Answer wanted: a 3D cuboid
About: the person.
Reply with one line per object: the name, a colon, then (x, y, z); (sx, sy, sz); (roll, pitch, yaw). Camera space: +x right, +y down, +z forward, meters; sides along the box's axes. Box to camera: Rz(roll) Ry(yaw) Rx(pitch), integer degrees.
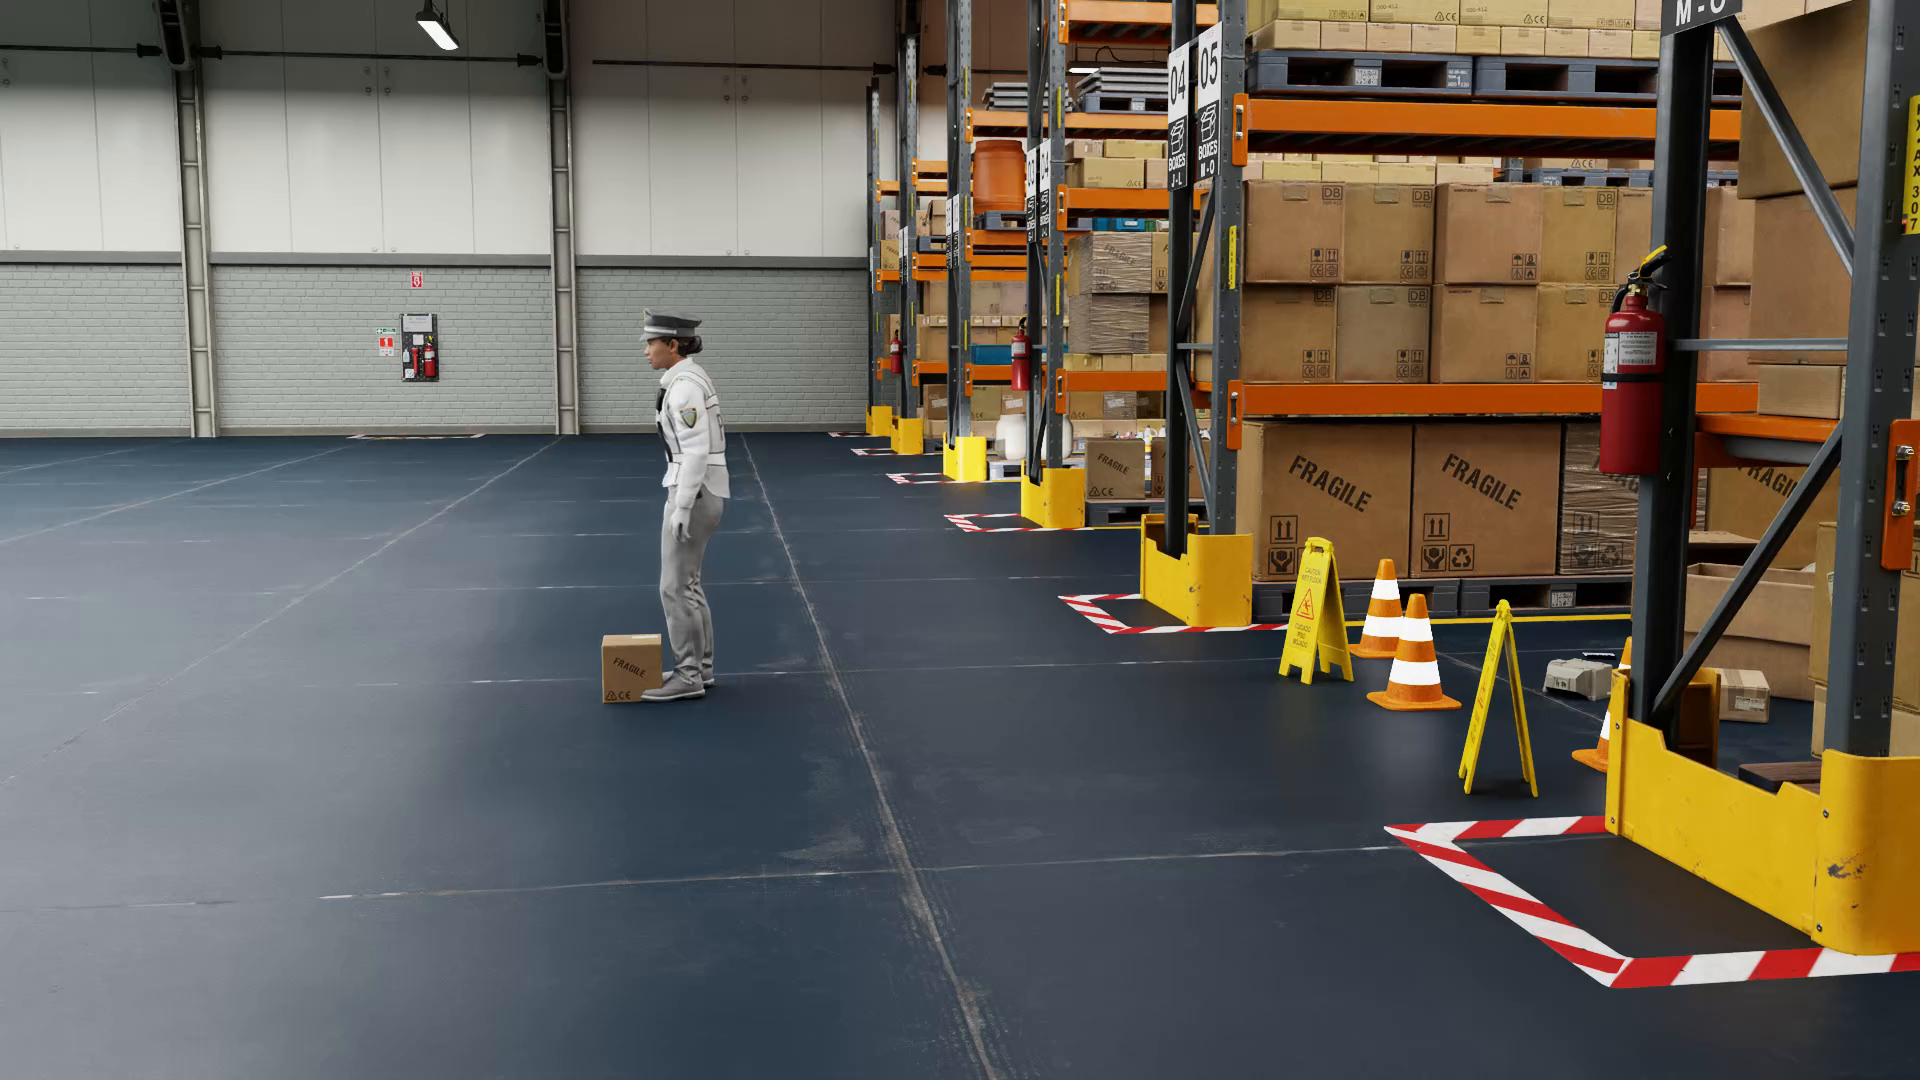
person: (-1.195, -0.154, 7.136); (0.409, 1.667, 0.547); (-1, 7, -12)
